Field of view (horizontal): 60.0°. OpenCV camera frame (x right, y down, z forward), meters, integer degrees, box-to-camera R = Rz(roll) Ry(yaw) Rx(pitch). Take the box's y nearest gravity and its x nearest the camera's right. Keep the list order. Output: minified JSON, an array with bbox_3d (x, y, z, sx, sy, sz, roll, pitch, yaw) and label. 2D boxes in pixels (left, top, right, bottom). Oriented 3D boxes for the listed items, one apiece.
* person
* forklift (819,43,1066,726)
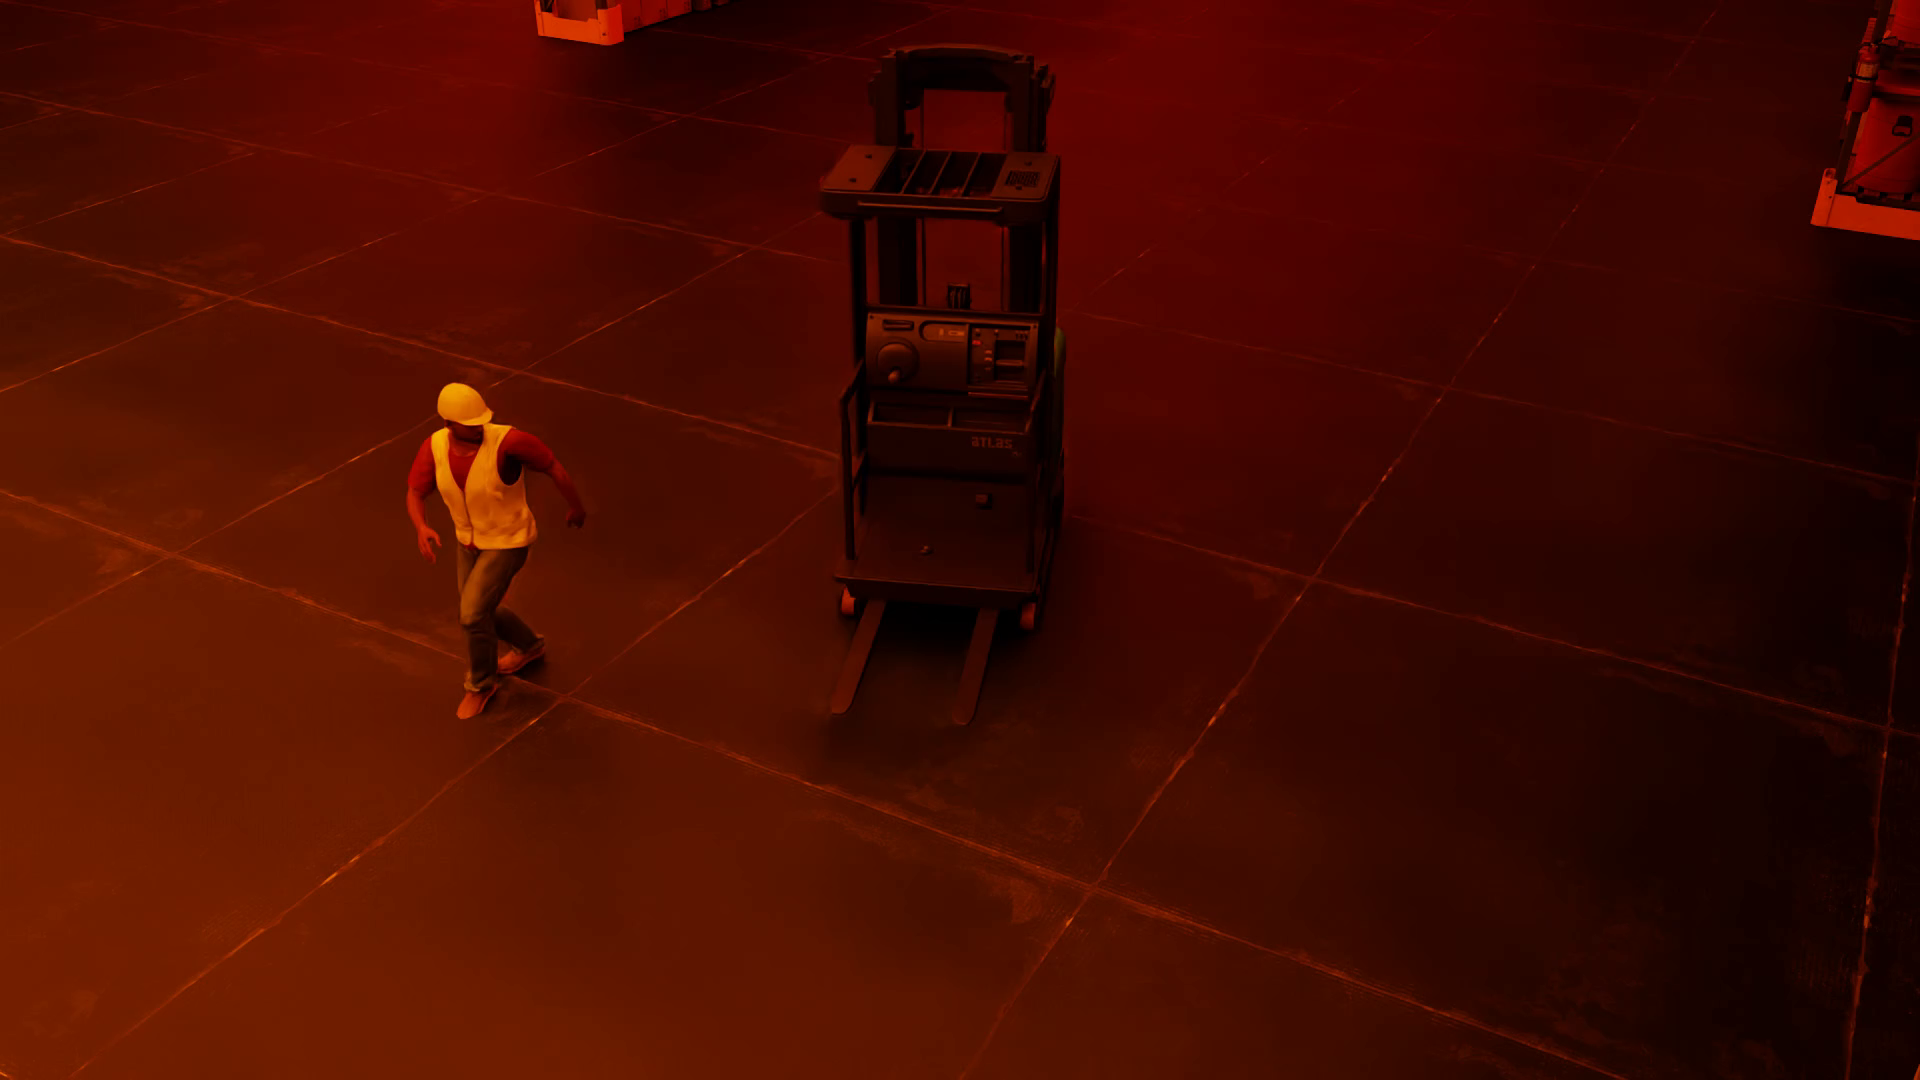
[{"bbox_3d":[-2.367,0.007,8.343,0.628,1.761,0.865,18,35,29],"label":"person"},{"bbox_3d":[-0.073,-0.958,8.730,1.130,2.935,3.031,4,30,7],"label":"forklift"}]
